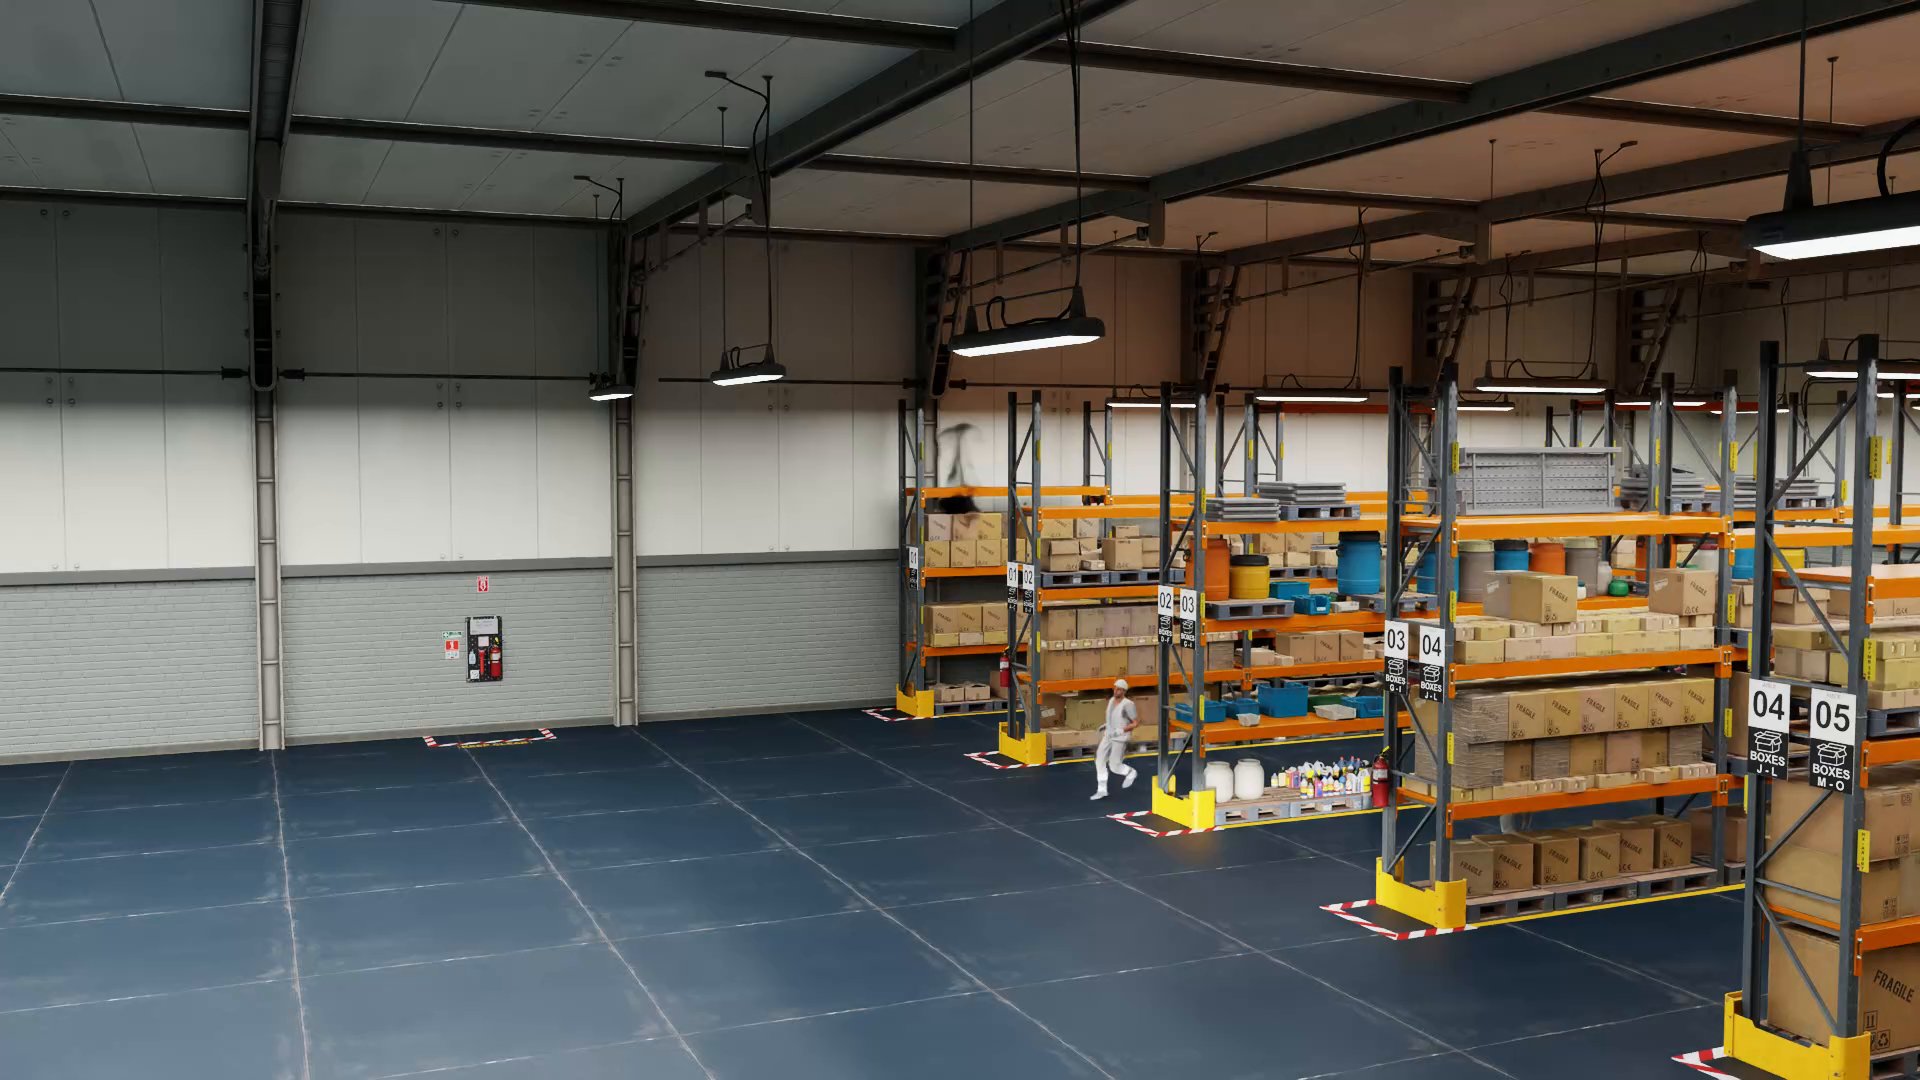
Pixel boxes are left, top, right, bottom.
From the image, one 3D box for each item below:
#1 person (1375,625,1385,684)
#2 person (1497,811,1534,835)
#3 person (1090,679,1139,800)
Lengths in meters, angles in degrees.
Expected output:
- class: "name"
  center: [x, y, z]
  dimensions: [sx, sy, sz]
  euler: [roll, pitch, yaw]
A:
- class: "person"
  center: [8.618, 2.385, 33.456]
  dimensions: [0.583, 1.633, 0.553]
  euler: [-2, 4, -27]
- class: "person"
  center: [7.054, 3.094, 21.266]
  dimensions: [0.775, 1.708, 0.658]
  euler: [-1, 4, -24]
- class: "person"
  center: [2.321, 2.893, 24.155]
  dimensions: [0.809, 1.769, 0.703]
  euler: [-3, 4, -37]
